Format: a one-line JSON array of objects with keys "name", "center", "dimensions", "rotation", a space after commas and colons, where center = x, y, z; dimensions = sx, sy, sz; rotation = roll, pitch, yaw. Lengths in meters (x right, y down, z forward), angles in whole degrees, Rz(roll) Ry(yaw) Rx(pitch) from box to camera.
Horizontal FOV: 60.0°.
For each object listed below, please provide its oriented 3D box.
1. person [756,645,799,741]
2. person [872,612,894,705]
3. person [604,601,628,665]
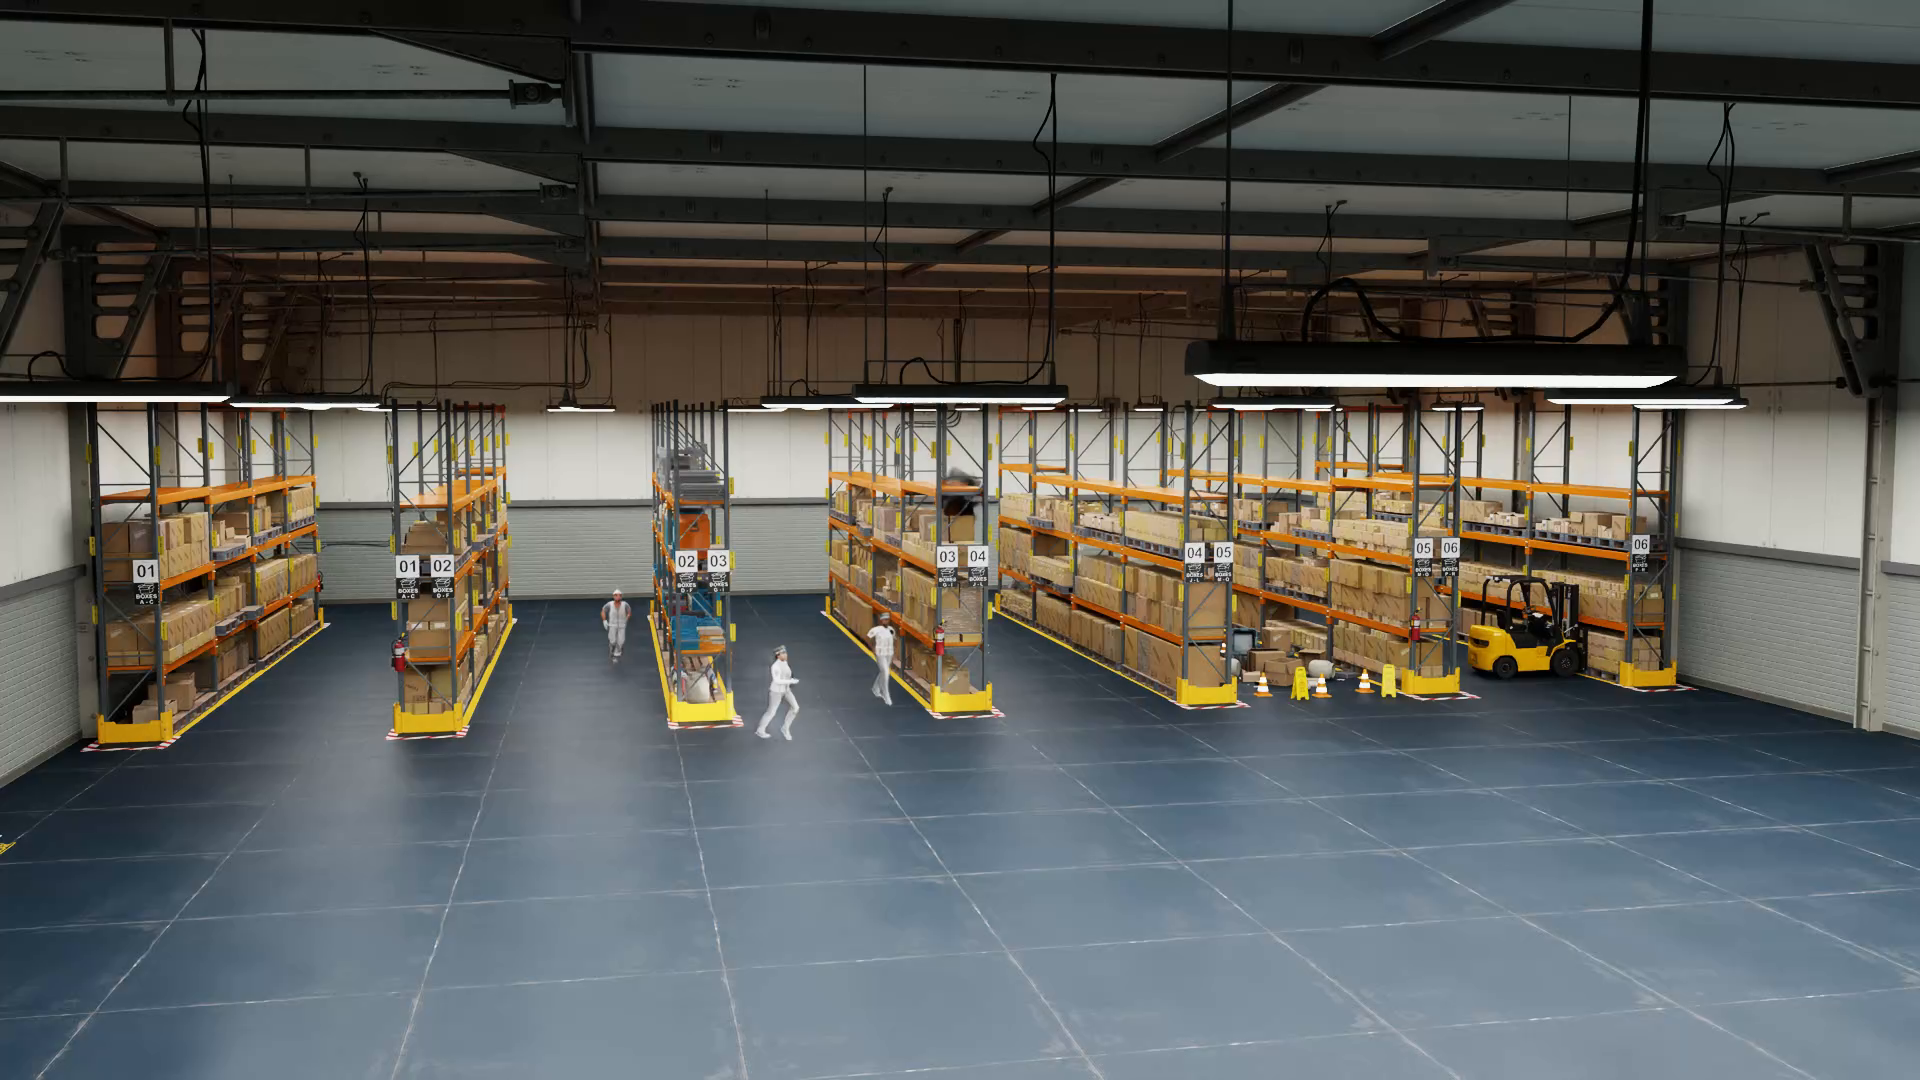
[{"name": "person", "center": [-3.157, 2.678, 29.187], "dimensions": [0.848, 1.702, 0.620], "rotation": [2, 5, 26]}, {"name": "person", "center": [-1.478, 2.252, 31.989], "dimensions": [0.395, 1.754, 0.756], "rotation": [-3, 6, -39]}, {"name": "person", "center": [-7.823, 2.114, 37.824], "dimensions": [0.508, 1.509, 0.569], "rotation": [-1, 5, -18]}]
